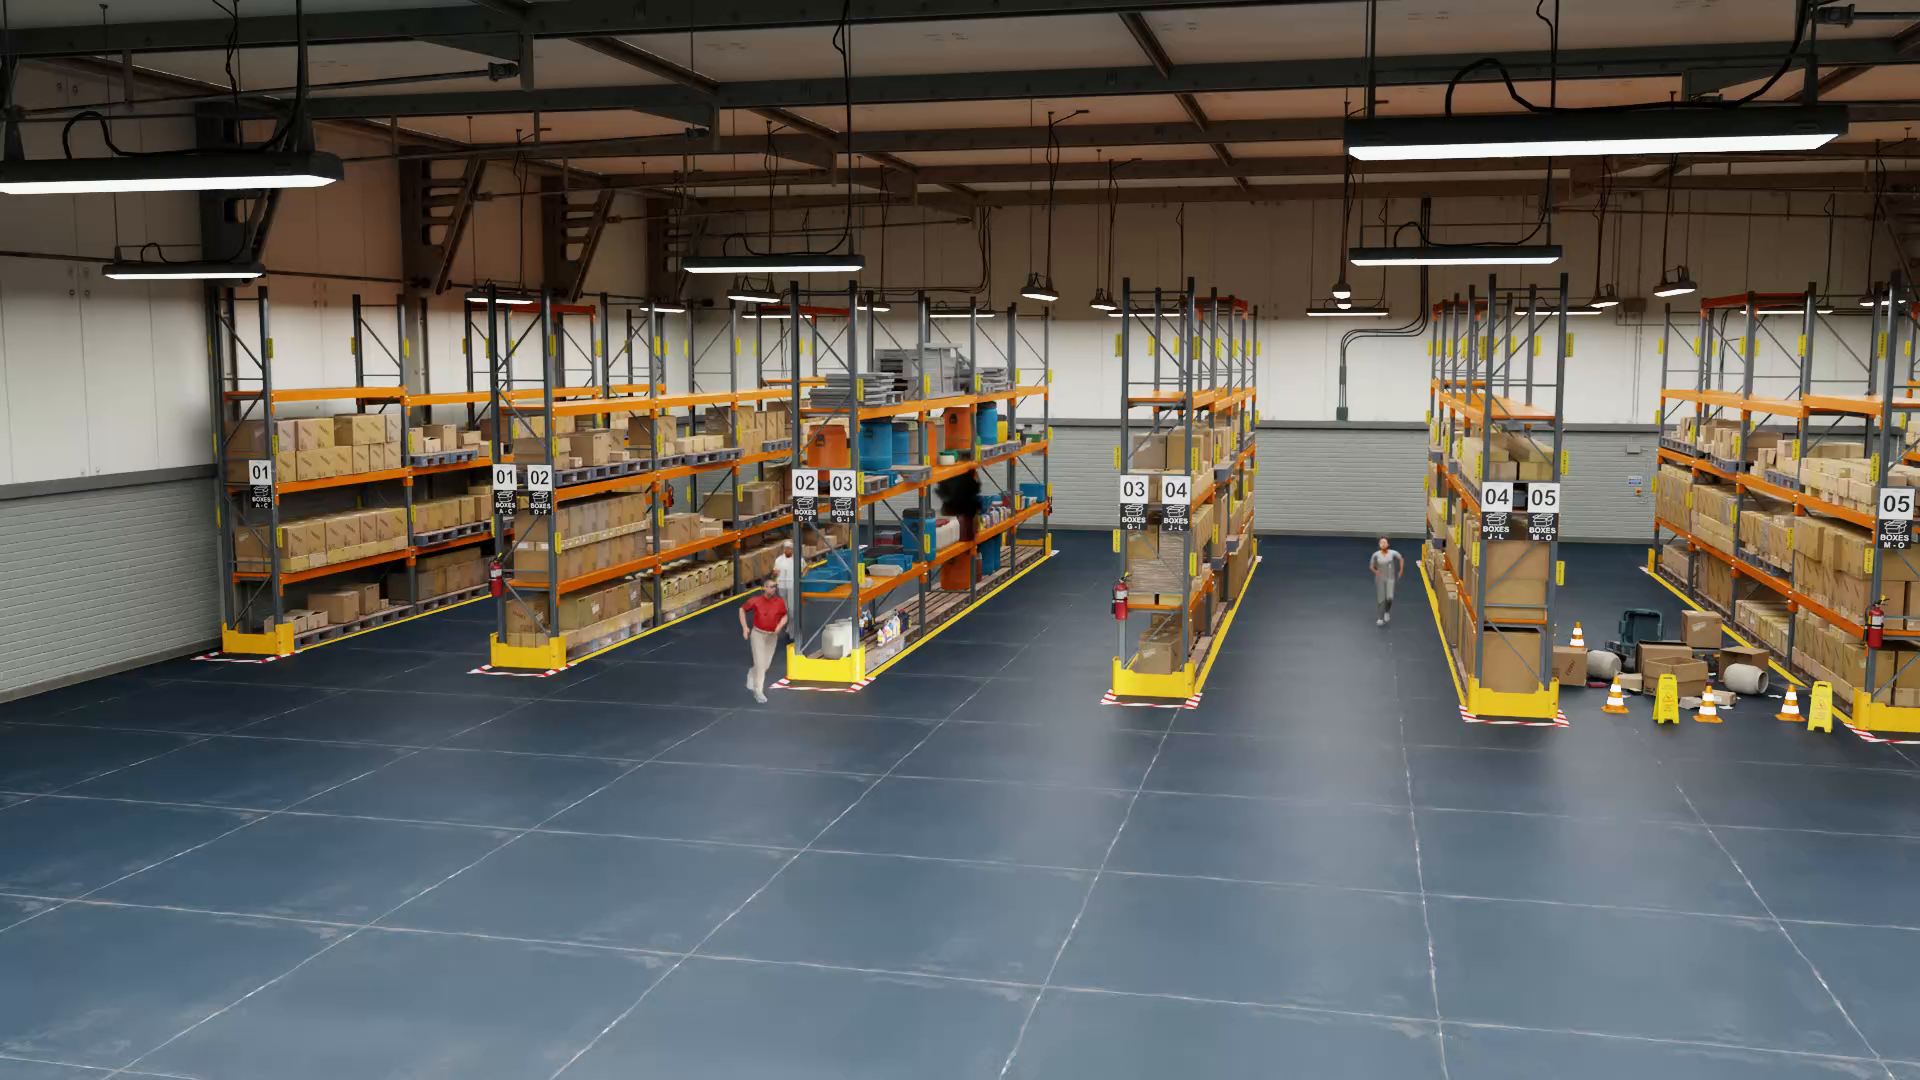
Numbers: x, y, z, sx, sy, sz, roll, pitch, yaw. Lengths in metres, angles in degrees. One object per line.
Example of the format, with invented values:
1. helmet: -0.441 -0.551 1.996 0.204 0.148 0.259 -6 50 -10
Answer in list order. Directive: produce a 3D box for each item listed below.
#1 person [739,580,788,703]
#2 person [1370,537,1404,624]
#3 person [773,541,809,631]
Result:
1. person: -2.811 1.418 24.001 0.706 1.699 0.897 -4 8 -29
2. person: 7.680 0.748 29.974 0.585 1.622 0.734 2 7 17
3. person: -2.984 0.794 28.885 0.567 1.553 0.661 2 7 13
